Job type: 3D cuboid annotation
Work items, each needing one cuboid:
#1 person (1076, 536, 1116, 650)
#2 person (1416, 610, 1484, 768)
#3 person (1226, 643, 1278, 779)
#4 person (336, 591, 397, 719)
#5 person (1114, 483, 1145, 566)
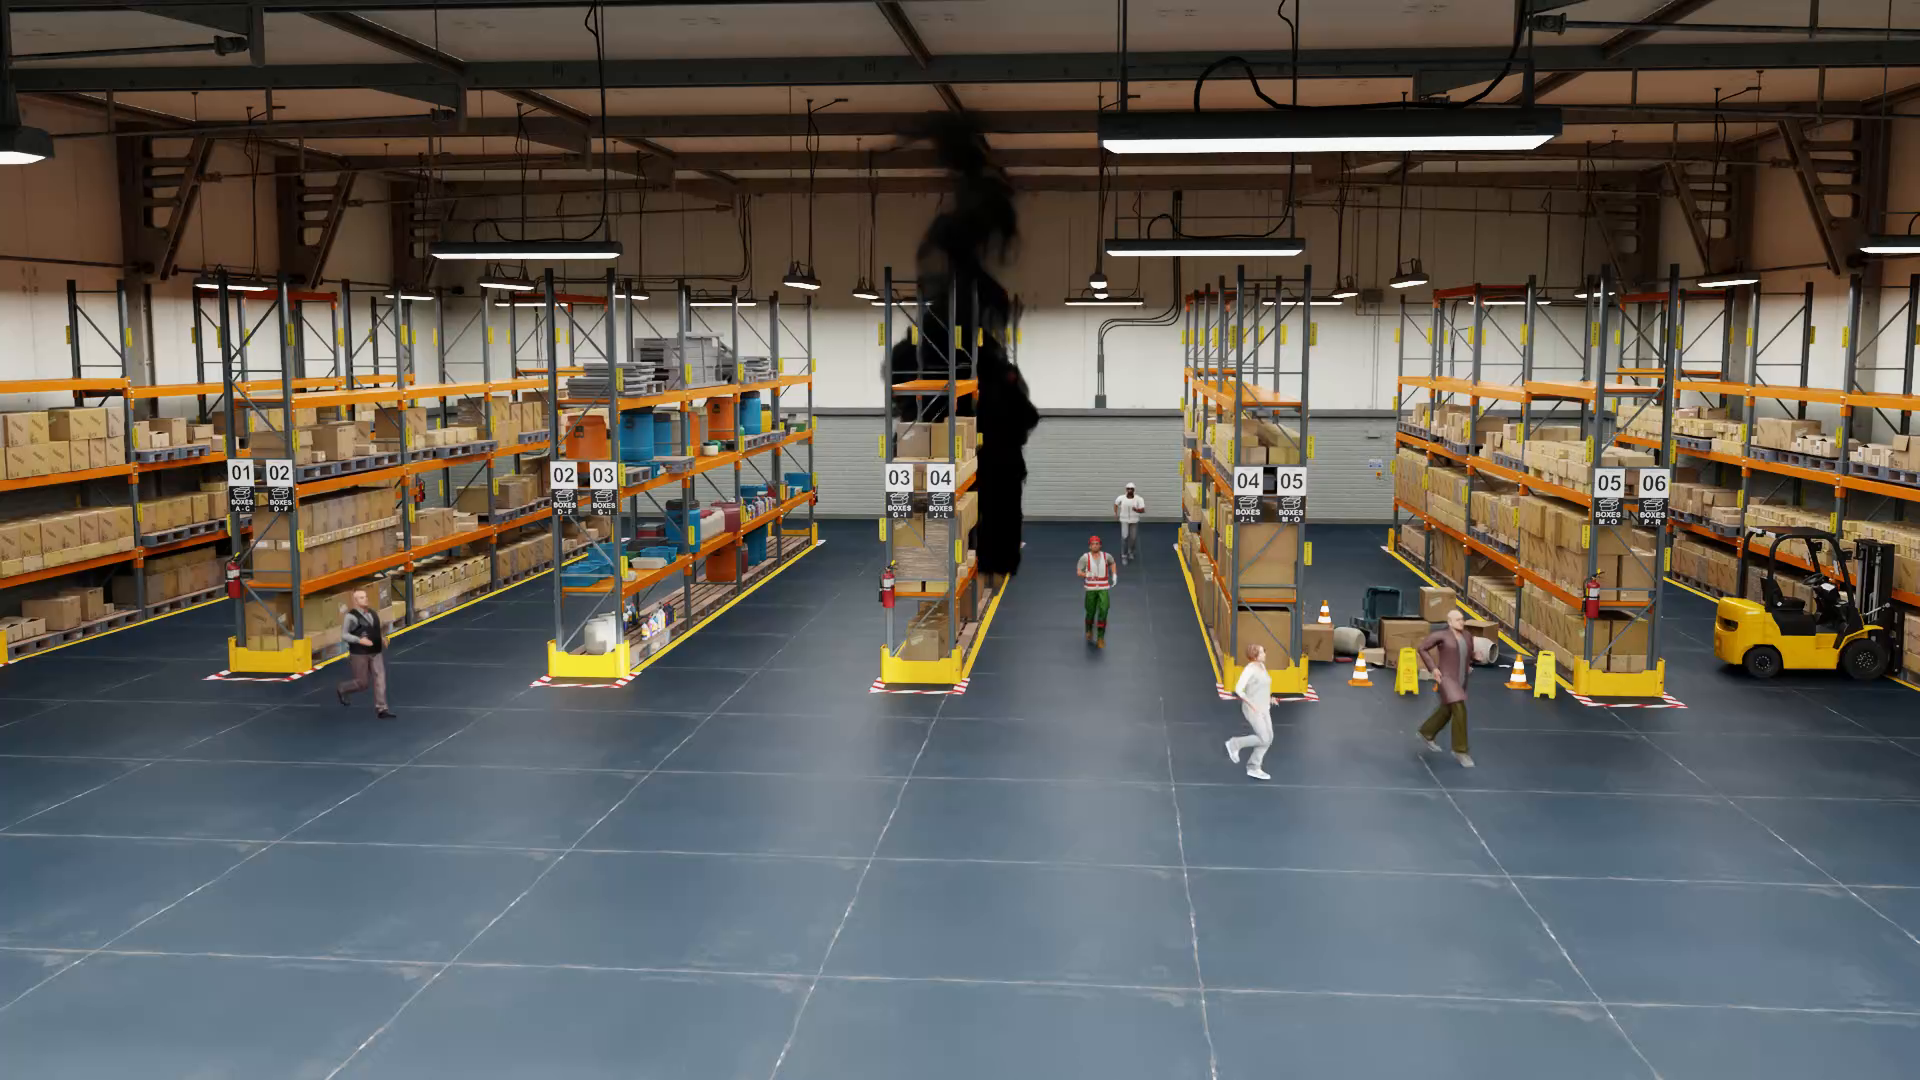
[{"bbox_3d":[2.234,0.833,27.147,0.669,1.812,0.893,0,7,0],"label":"person"},{"bbox_3d":[5.842,1.734,19.790,0.674,1.822,0.925,-5,8,-35],"label":"person"},{"bbox_3d":[3.339,1.947,18.992,0.549,1.546,0.538,5,9,35],"label":"person"},{"bbox_3d":[-7.818,1.505,21.929,0.984,1.682,0.677,4,8,32],"label":"person"},{"bbox_3d":[3.770,-0.371,37.002,0.677,1.825,0.797,0,7,3],"label":"person"}]
